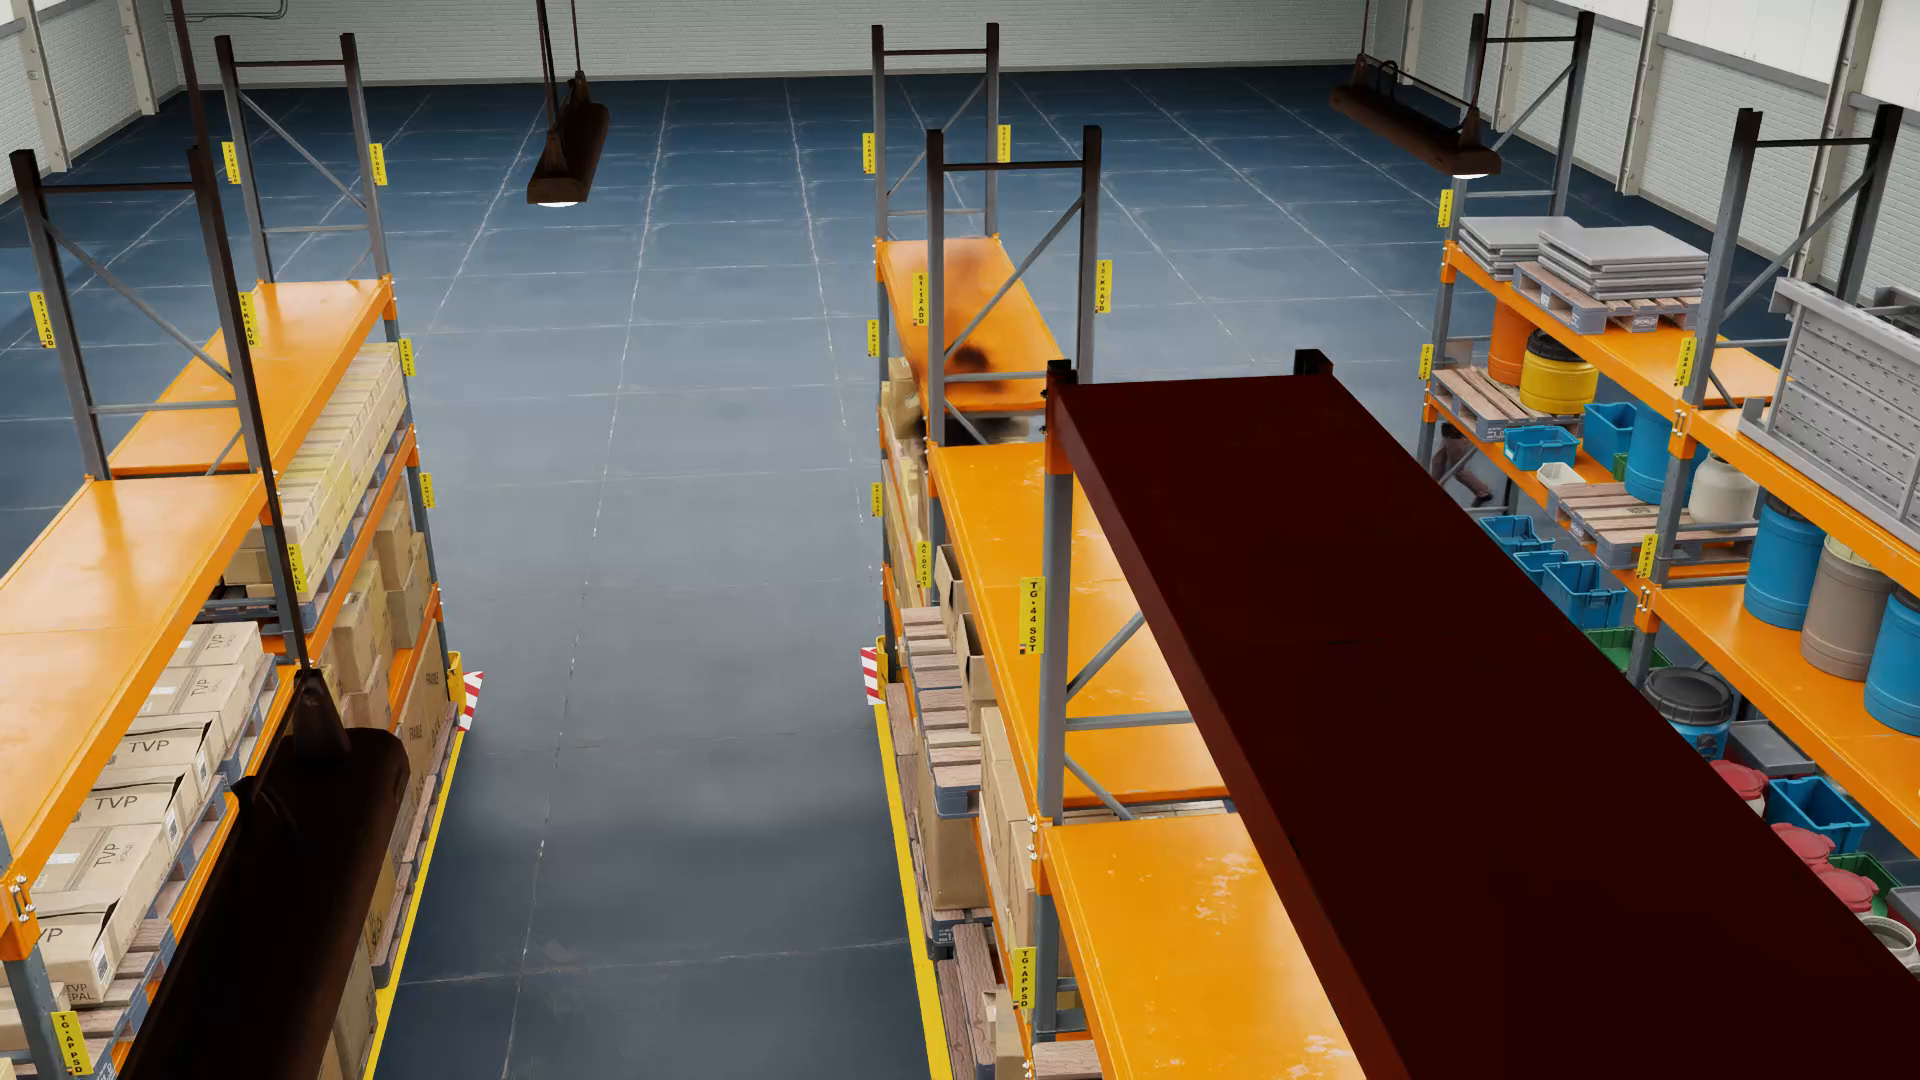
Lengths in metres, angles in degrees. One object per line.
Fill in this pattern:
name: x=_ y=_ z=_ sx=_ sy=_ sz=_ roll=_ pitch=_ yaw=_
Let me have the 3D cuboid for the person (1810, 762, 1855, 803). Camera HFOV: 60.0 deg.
person: x=6.749 y=1.791 z=12.733 sx=0.660 sy=1.732 sz=0.626 roll=-3 pitch=26 yaw=-7

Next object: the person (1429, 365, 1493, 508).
person: x=5.669 y=-1.183 z=18.932 sx=0.966 sy=1.703 sz=0.670 roll=10 pitch=27 yaw=21
